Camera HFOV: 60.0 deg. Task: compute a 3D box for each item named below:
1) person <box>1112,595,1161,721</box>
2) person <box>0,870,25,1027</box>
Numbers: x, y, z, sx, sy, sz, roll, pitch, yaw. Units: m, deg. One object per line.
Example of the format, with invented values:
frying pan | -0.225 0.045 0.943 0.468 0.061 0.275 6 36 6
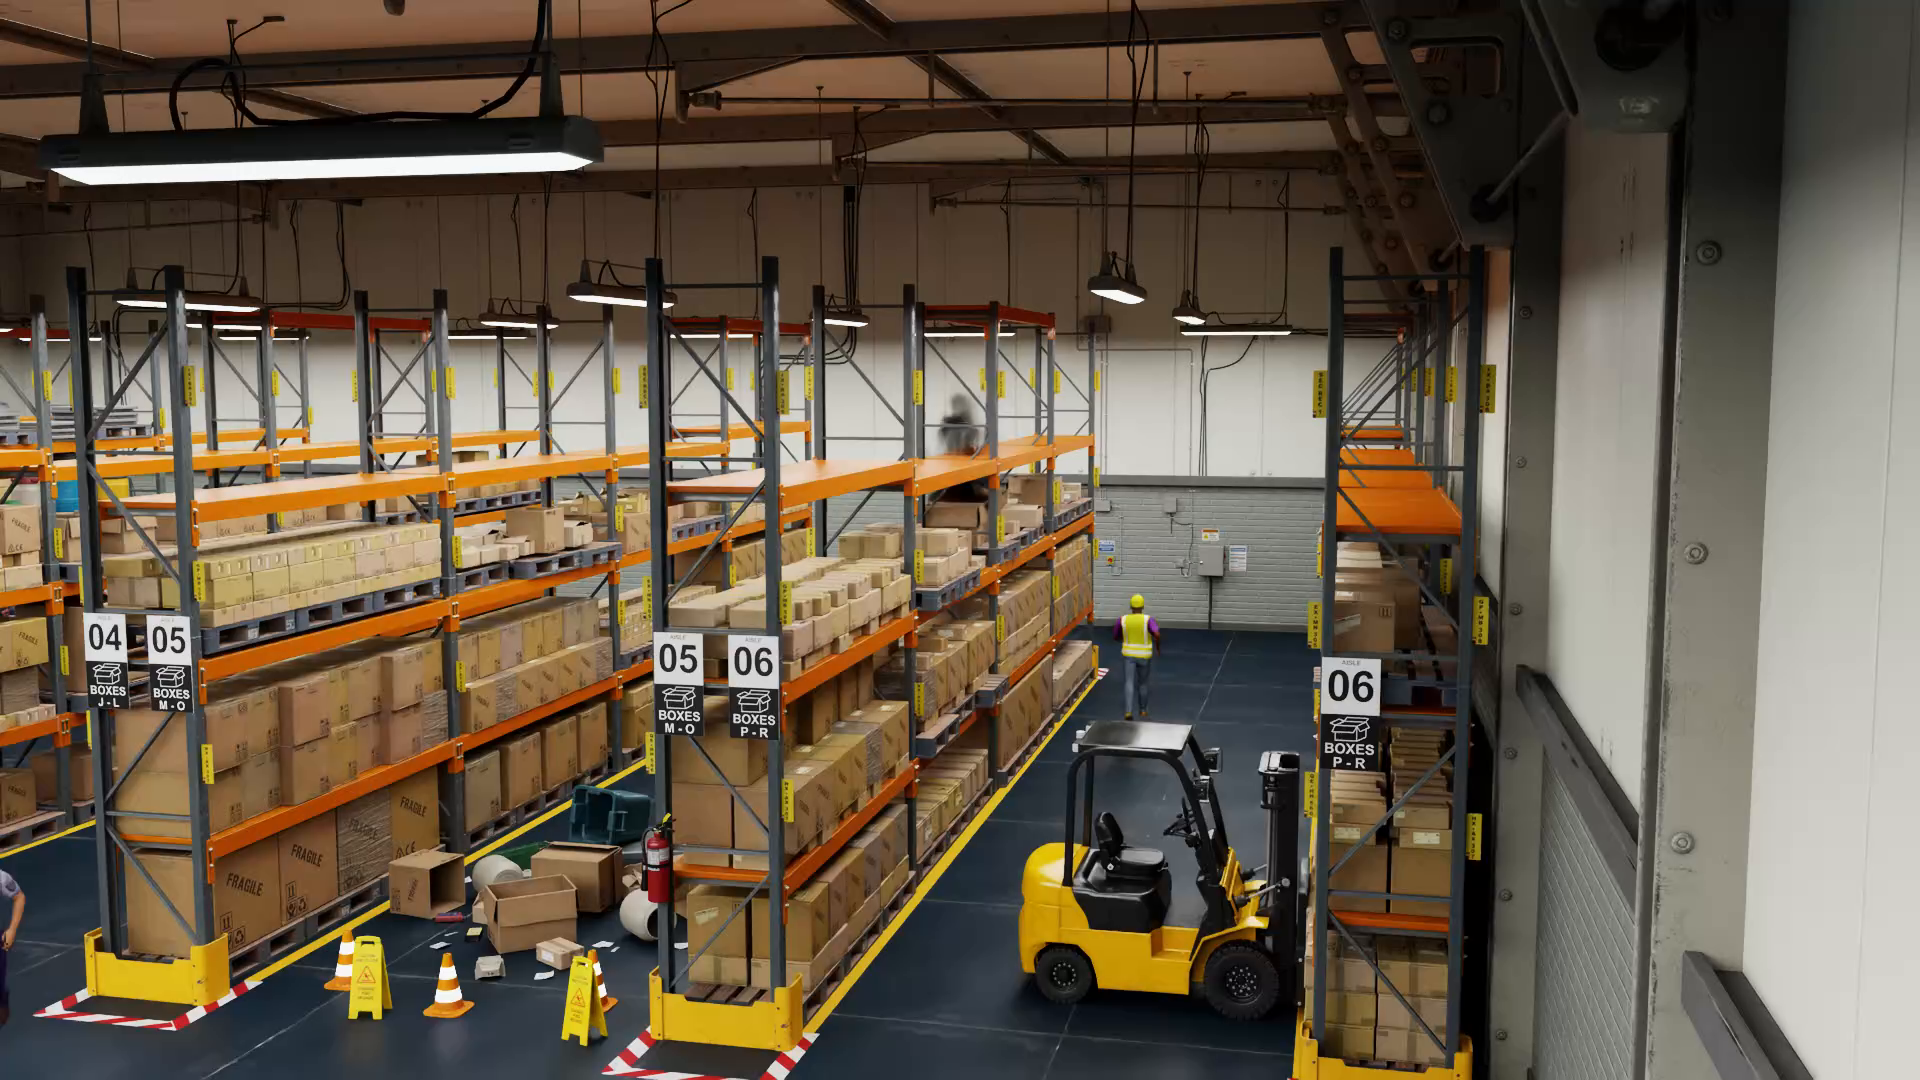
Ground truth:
person | 2.471 1.650 23.194 0.699 1.800 0.909 1 6 11
person | -7.513 3.089 12.740 0.637 1.607 0.591 -3 6 -24
